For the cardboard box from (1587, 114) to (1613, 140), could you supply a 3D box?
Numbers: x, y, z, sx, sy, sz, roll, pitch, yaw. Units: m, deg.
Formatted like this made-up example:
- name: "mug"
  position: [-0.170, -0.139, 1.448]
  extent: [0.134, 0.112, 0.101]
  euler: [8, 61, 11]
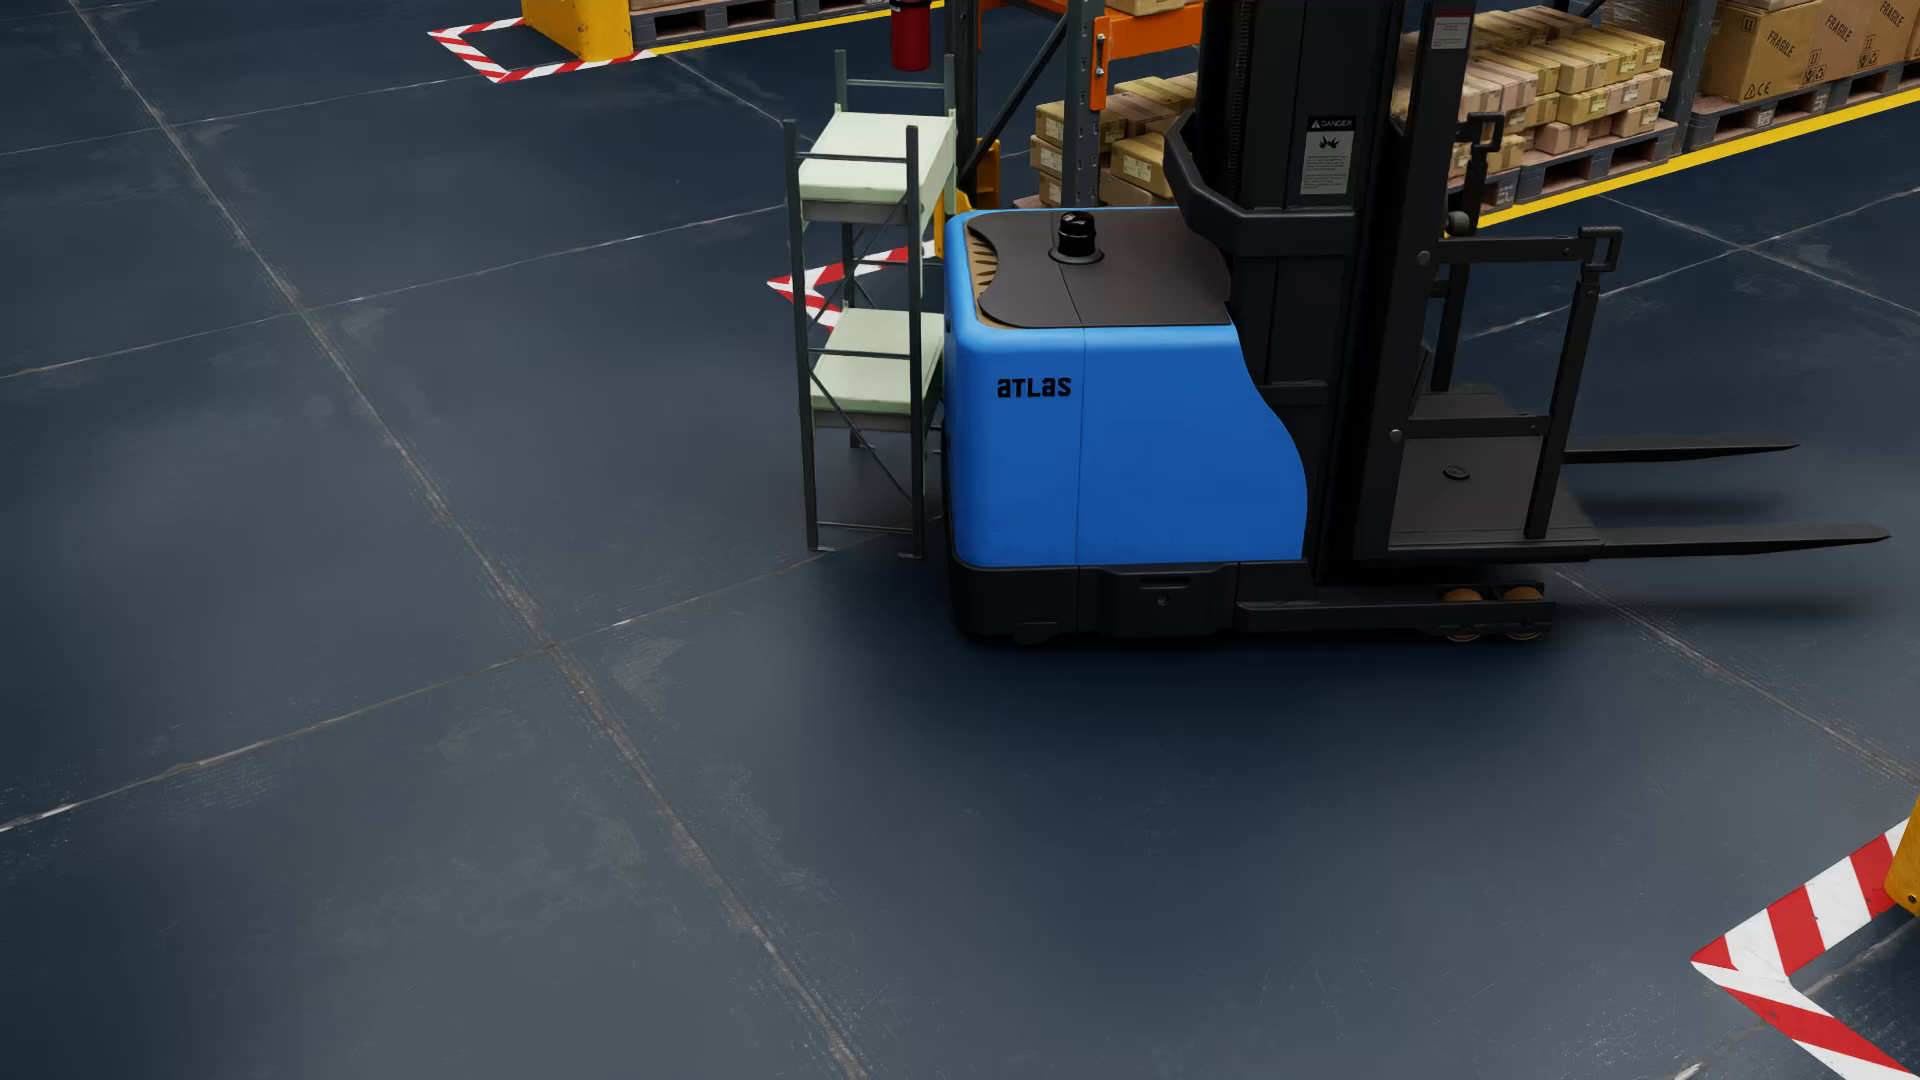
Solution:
- name: "cardboard box"
  position: [3.203, -2.238, 8.765]
  extent: [0.250, 0.149, 0.380]
  euler: [-18, 36, -26]

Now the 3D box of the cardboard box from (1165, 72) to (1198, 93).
- name: "cardboard box"
  position: [1.200, -2.129, 8.034]
  extent: [0.250, 0.149, 0.380]
  euler: [-21, 38, -29]

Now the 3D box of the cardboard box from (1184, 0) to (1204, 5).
- name: "cardboard box"
  position: [0.891, -2.346, 6.893]
  extent: [0.250, 0.149, 0.380]
  euler: [-18, 36, -26]

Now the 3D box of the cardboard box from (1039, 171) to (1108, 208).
- name: "cardboard box"
  position: [0.579, -1.631, 7.803]
  extent: [0.250, 0.149, 0.380]
  euler: [-18, 37, -26]

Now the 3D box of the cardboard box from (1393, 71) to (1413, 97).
- name: "cardboard box"
  position: [2.129, -2.141, 8.054]
  extent: [0.250, 0.149, 0.380]
  euler: [-19, 37, -27]

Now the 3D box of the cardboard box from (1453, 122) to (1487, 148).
- name: "cardboard box"
  position: [2.379, -2.086, 8.244]
  extent: [0.250, 0.149, 0.380]
  euler: [-21, 38, -29]

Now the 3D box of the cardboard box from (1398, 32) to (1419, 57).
- name: "cardboard box"
  position: [2.295, -2.516, 8.648]
  extent: [0.250, 0.149, 0.380]
  euler: [-18, 37, -26]

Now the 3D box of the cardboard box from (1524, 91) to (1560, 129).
- name: "cardboard box"
  position: [2.819, -2.236, 8.483]
  extent: [0.250, 0.149, 0.380]
  euler: [-19, 37, -27]

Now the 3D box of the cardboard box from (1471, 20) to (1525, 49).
- name: "cardboard box"
  position: [2.760, -2.639, 8.842]
  extent: [0.250, 0.149, 0.380]
  euler: [-20, 37, -28]

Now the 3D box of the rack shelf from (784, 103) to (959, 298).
- name: "rack shelf"
  position: [-0.269, -1.110, 5.372]
  extent: [0.431, 0.370, 0.720]
  euler: [4, 33, 7]

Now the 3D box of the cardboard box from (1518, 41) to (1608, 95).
- name: "cardboard box"
  position: [3.055, -2.407, 8.475]
  extent: [0.250, 0.149, 0.380]
  euler: [-19, 37, -28]

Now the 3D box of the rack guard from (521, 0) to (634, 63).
- name: "rack guard"
  position: [-2.538, -3.540, 10.893]
  extent: [0.348, 0.500, 1.175]
  euler: [-19, 37, -27]

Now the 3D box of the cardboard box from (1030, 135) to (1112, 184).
- name: "cardboard box"
  position: [0.538, -1.792, 7.779]
  extent: [0.250, 0.149, 0.380]
  euler: [-20, 37, -29]

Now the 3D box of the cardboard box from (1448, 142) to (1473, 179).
- name: "cardboard box"
  position: [2.341, -1.931, 8.278]
  extent: [0.250, 0.149, 0.380]
  euler: [-18, 37, -26]

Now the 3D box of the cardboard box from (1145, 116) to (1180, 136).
- name: "cardboard box"
  position: [1.040, -1.770, 7.465]
  extent: [0.250, 0.149, 0.380]
  euler: [-18, 37, -26]

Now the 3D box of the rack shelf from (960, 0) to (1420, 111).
- name: "rack shelf"
  position: [1.930, -2.688, 7.873]
  extent: [4.000, 0.370, 1.077]
  euler: [-19, 37, -27]

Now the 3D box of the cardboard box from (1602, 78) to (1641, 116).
- name: "cardboard box"
  position: [3.298, -2.350, 8.664]
  extent: [0.250, 0.149, 0.380]
  euler: [-21, 38, -29]

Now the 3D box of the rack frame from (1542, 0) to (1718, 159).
- name: "rack frame"
  position: [3.611, -3.570, 8.598]
  extent: [0.127, 3.000, 1.000]
  euler: [-19, 37, -27]

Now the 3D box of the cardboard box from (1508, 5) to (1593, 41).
- name: "cardboard box"
  position: [3.210, -2.787, 9.077]
  extent: [0.250, 0.149, 0.380]
  euler: [-17, 36, -25]

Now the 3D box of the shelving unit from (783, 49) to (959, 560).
- name: "shelving unit"
  position: [-0.269, -0.780, 5.581]
  extent: [0.431, 1.500, 0.755]
  euler: [4, 33, 7]

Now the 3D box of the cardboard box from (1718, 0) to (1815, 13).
- name: "cardboard box"
  position: [4.376, -3.103, 9.104]
  extent: [0.500, 0.250, 0.500]
  euler: [-21, 38, -29]

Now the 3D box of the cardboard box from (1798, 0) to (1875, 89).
- name: "cardboard box"
  position: [4.820, -2.939, 9.546]
  extent: [0.500, 0.500, 0.500]
  euler: [-17, 36, -25]

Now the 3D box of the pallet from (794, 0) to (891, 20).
- name: "pallet"
  position: [-0.863, -4.042, 11.959]
  extent: [1.213, 0.211, 1.003]
  euler: [-19, 37, -27]

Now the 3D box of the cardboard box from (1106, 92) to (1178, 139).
- name: "cardboard box"
  position: [0.799, -1.951, 7.752]
  extent: [0.250, 0.149, 0.380]
  euler: [-18, 37, -26]

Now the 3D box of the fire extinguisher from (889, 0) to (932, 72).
- name: "fire extinguisher"
  position: [-0.212, -2.357, 7.098]
  extent: [0.183, 0.674, 0.296]
  euler: [-19, 37, -27]

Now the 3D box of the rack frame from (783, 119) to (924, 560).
- name: "rack frame"
  position: [-0.321, -0.587, 5.274]
  extent: [0.400, 1.500, 0.023]
  euler: [4, 33, 7]

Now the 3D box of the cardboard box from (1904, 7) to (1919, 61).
- name: "cardboard box"
  position: [5.688, -3.231, 10.009]
  extent: [0.500, 0.500, 0.500]
  euler: [-21, 38, -29]

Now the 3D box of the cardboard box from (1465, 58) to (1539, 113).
- name: "cardboard box"
  position: [2.617, -2.247, 8.222]
  extent: [0.250, 0.149, 0.380]
  euler: [-21, 38, -30]

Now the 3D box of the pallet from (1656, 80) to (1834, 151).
- name: "pallet"
  position: [4.265, -2.616, 9.700]
  extent: [1.213, 0.211, 1.003]
  euler: [-19, 37, -27]

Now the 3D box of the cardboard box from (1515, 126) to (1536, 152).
- name: "cardboard box"
  position: [2.728, -2.111, 8.564]
  extent: [0.250, 0.149, 0.380]
  euler: [-20, 37, -28]

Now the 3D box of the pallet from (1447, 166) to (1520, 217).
- name: "pallet"
  position: [2.040, -1.826, 8.446]
  extent: [1.213, 0.211, 1.003]
  euler: [-19, 37, -27]

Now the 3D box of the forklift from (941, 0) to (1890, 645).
- name: "forklift"
  position: [1.468, -1.201, 4.907]
  extent: [3.031, 2.935, 1.130]
  euler: [-2, 32, -2]

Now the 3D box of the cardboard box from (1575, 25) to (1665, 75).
- name: "cardboard box"
  position: [3.453, -2.574, 8.740]
  extent: [0.250, 0.149, 0.380]
  euler: [-18, 36, -26]
